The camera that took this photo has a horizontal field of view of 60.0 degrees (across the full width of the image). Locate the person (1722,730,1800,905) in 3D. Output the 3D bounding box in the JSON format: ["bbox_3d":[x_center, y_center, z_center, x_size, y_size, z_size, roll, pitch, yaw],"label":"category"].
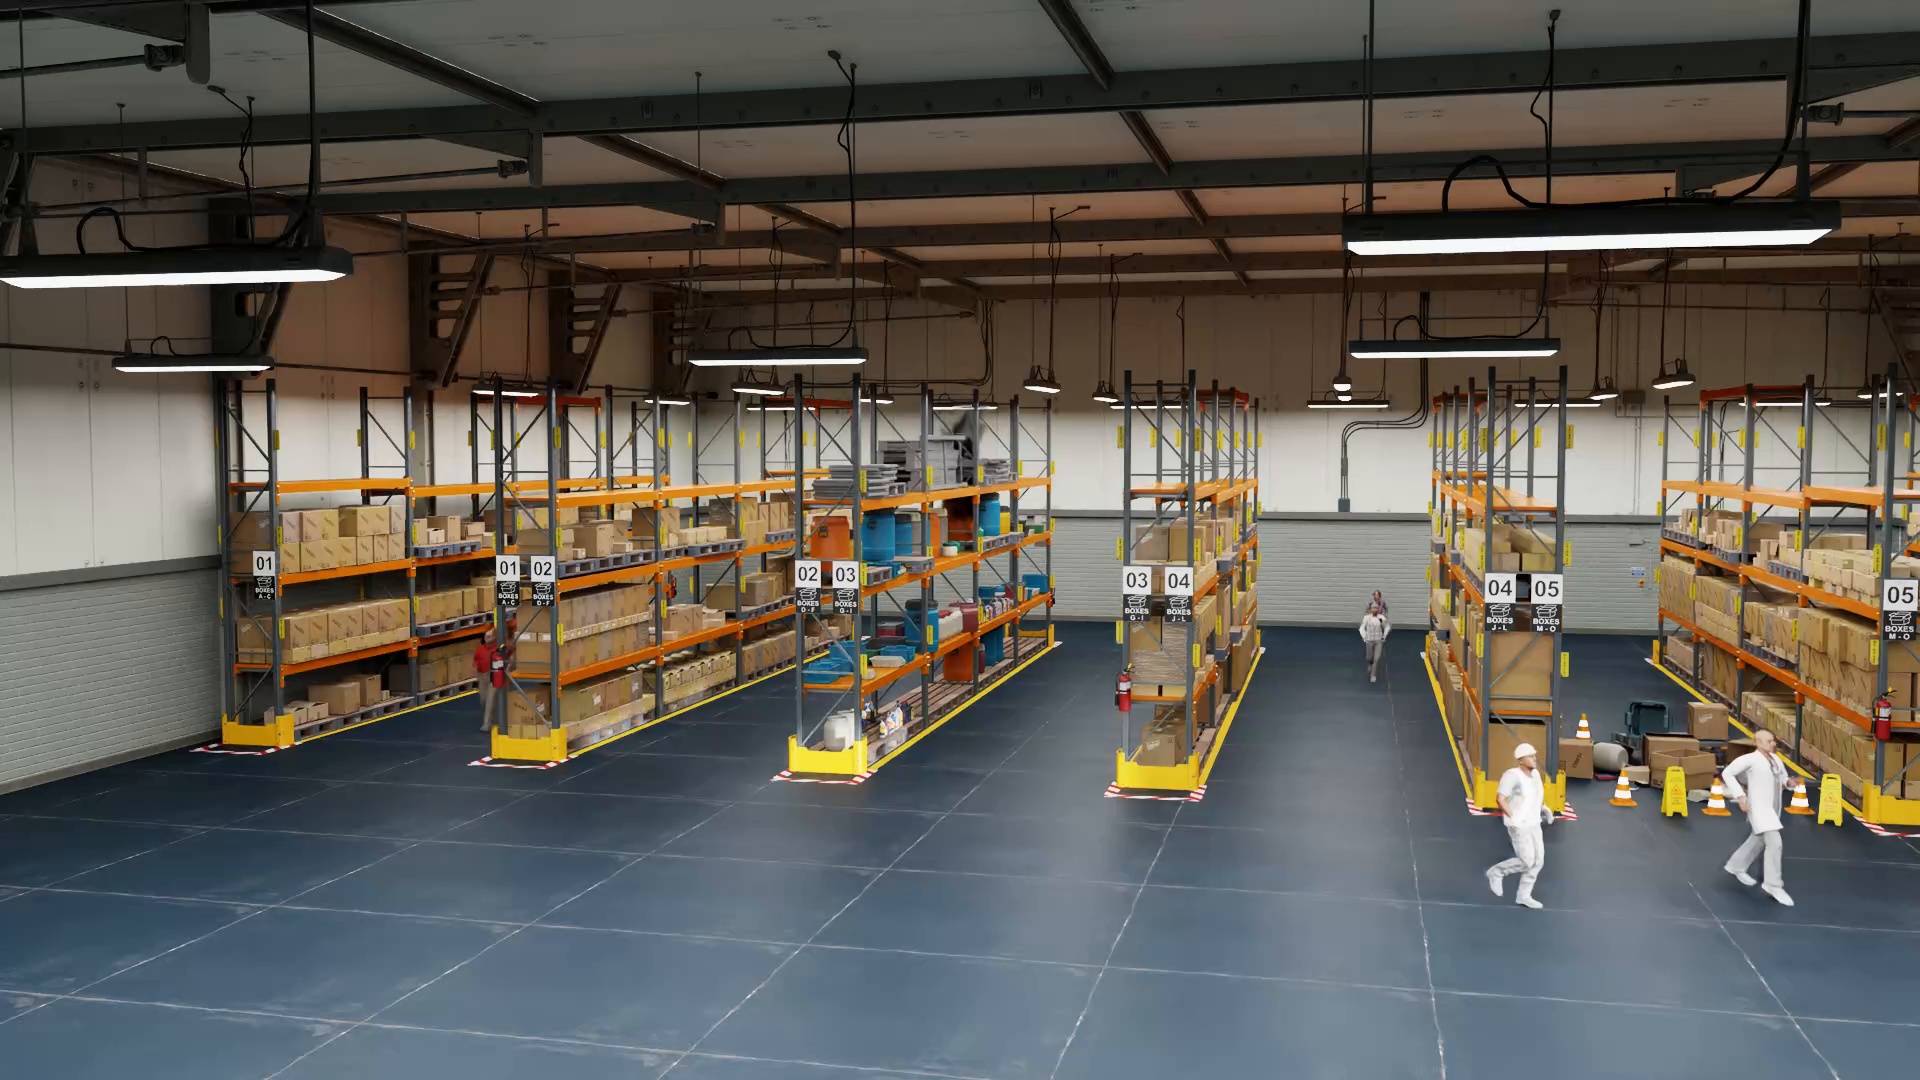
[{"bbox_3d":[8.815,3.004,18.293,0.680,1.833,0.902,-2,4,-33],"label":"person"}]

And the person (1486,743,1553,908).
[{"bbox_3d":[6.036,3.055,17.949,0.703,1.754,0.604,-3,4,-40],"label":"person"}]

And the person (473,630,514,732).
[{"bbox_3d":[-8.142,2.419,28.854,0.678,1.690,0.992,0,3,6],"label":"person"}]

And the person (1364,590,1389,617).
[{"bbox_3d":[9.512,1.941,38.078,0.537,1.579,0.616,1,4,22],"label":"person"}]

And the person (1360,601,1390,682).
[{"bbox_3d":[8.664,2.104,34.722,0.625,1.672,0.676,1,4,14],"label":"person"}]
